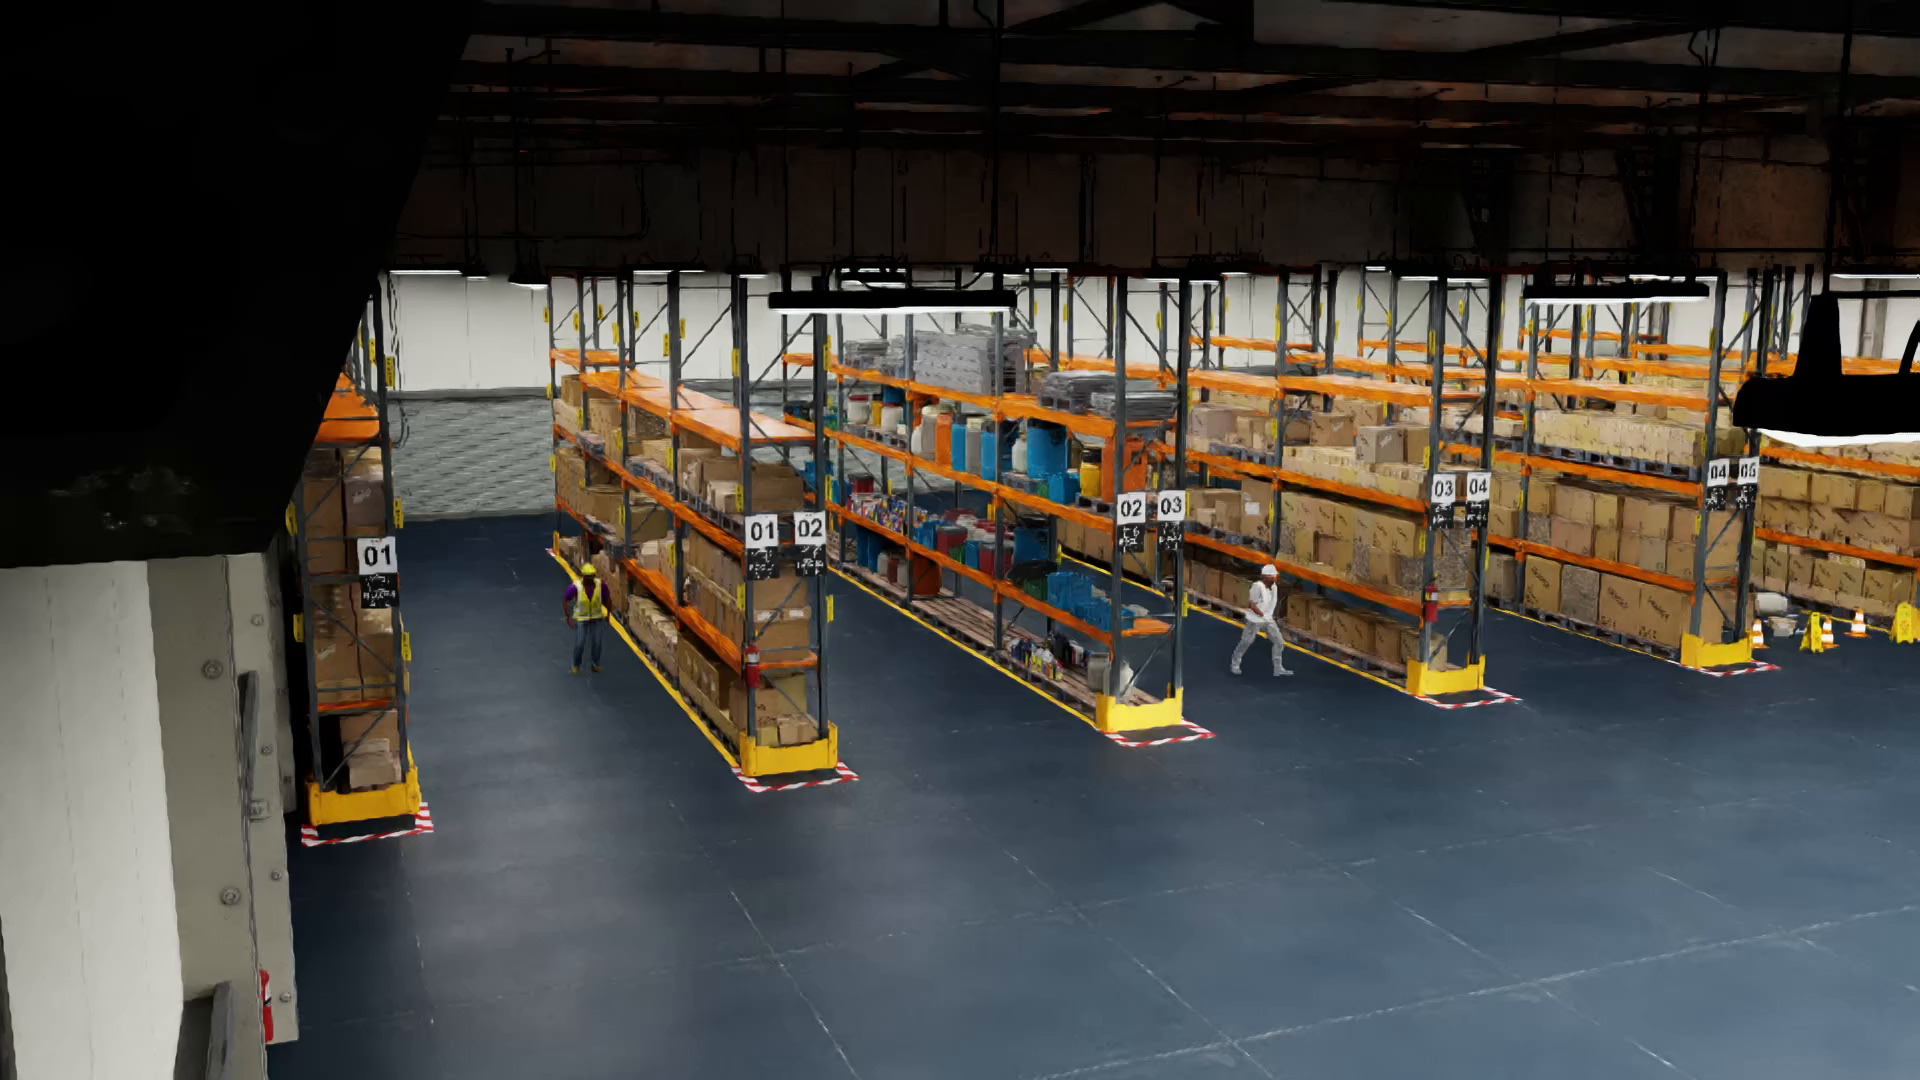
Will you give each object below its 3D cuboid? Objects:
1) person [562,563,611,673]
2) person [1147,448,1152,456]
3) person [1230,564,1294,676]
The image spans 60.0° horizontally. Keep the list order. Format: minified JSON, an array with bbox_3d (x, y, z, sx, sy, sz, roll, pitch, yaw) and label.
[{"bbox_3d":[-5.596,1.177,25.007,0.719,1.714,0.578,-4,11,-23],"label":"person"},{"bbox_3d":[4.446,-1.442,39.864,0.589,1.697,1.176,-4,11,-22],"label":"person"},{"bbox_3d":[4.498,1.186,24.858,0.701,1.717,0.846,-8,12,-37],"label":"person"}]
